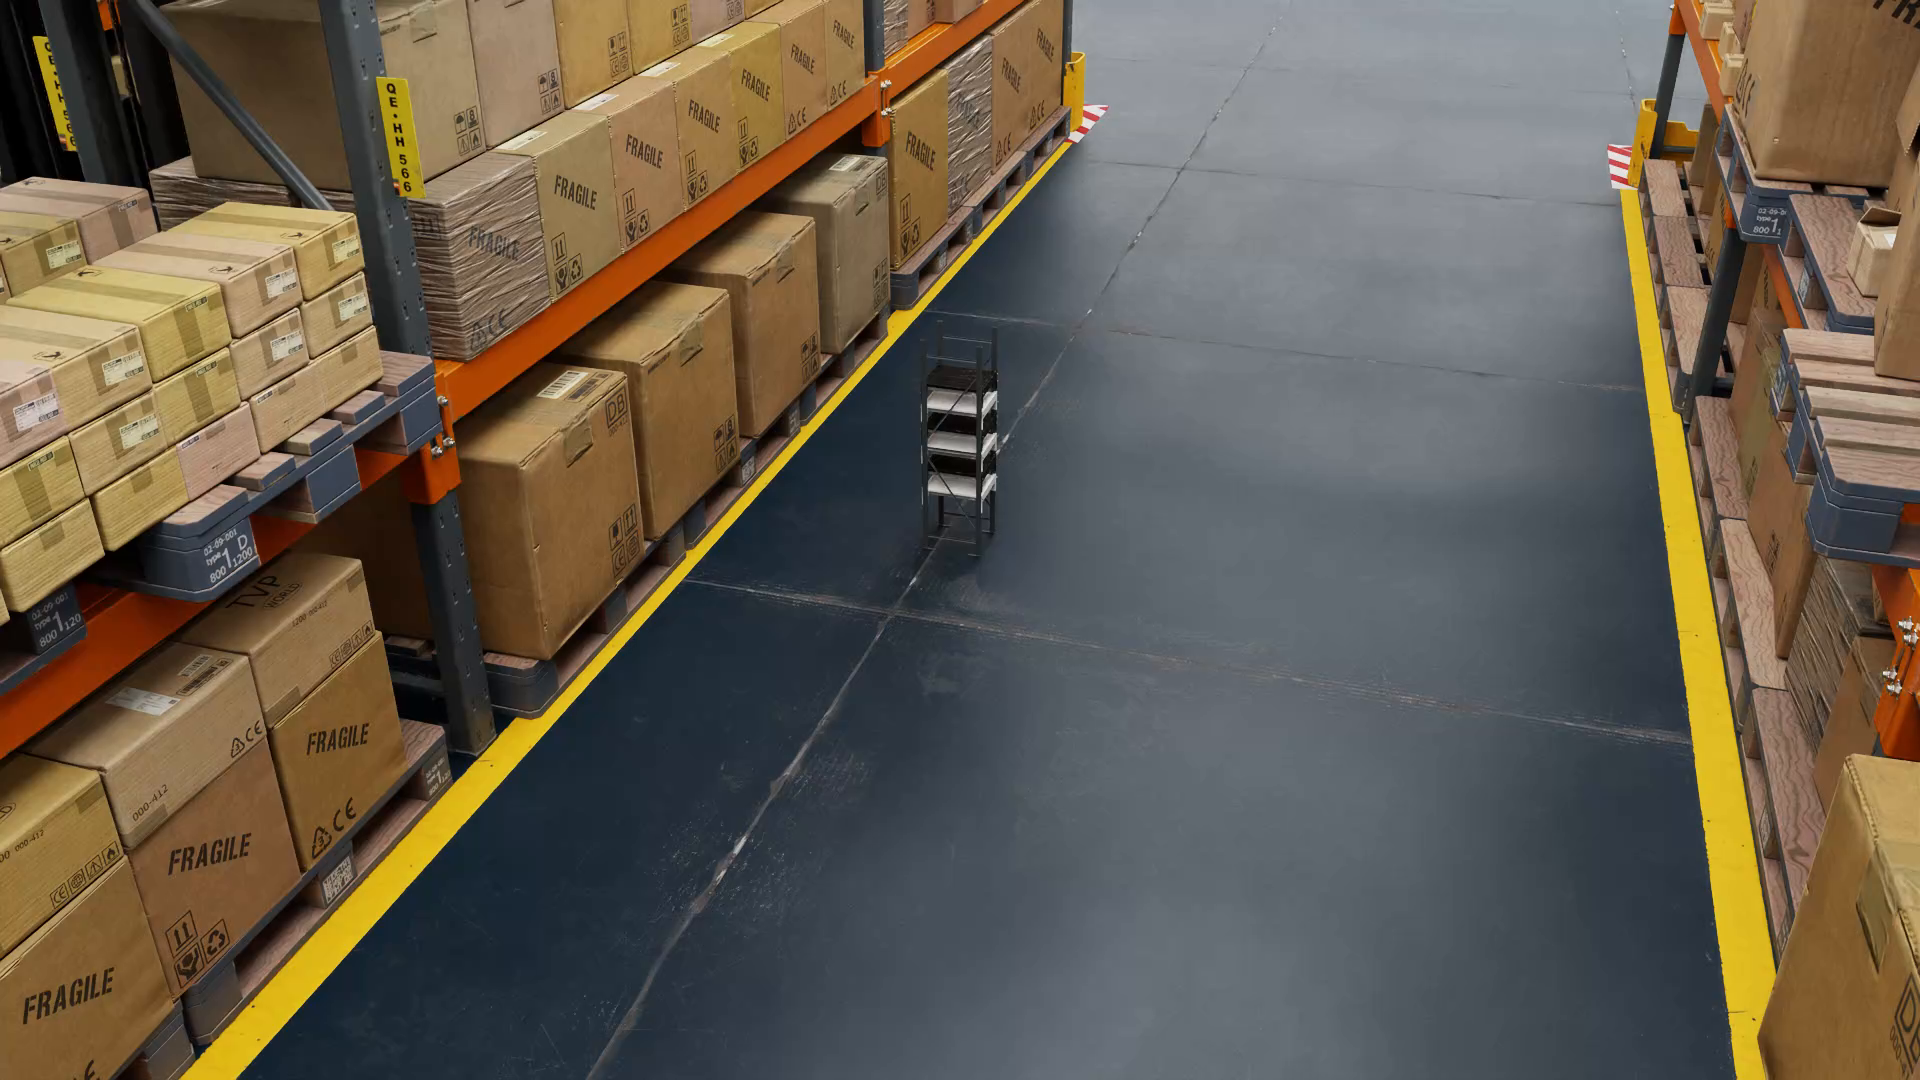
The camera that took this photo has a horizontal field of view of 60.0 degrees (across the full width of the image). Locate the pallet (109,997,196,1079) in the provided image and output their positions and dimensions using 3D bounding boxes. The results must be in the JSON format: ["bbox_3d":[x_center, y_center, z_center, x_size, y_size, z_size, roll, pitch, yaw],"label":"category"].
[{"bbox_3d":[-2.632,1.456,3.916,1.003,0.211,1.213,8,30,15],"label":"pallet"}]

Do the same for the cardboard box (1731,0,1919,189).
[{"bbox_3d":[3.478,-1.891,6.016,1.000,1.000,1.000,9,30,15],"label":"cardboard box"}]

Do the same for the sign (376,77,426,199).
[{"bbox_3d":[-1.519,-1.089,4.513,0.100,0.325,0.005,8,30,15],"label":"sign"}]

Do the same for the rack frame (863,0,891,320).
[{"bbox_3d":[-0.867,-2.550,8.248,1.000,3.000,0.127,8,30,15],"label":"rack frame"}]

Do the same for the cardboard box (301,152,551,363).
[{"bbox_3d":[-1.651,-0.905,5.188,0.500,0.500,0.500,9,30,15],"label":"cardboard box"}]

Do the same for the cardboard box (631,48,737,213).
[{"bbox_3d":[-1.208,-1.607,6.450,0.500,0.500,0.500,8,30,14],"label":"cardboard box"}]

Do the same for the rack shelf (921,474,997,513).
[{"bbox_3d":[-0.002,-0.203,6.628,0.258,0.077,0.200,8,30,15],"label":"rack shelf"}]

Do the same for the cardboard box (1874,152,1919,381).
[{"bbox_3d":[2.859,-0.694,4.377,0.700,0.500,0.500,13,32,22],"label":"cardboard box"}]

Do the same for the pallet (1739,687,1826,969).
[{"bbox_3d":[2.902,0.919,4.880,1.003,0.211,1.213,8,30,15],"label":"pallet"}]

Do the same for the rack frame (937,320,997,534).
[{"bbox_3d":[0.027,-0.437,6.609,0.240,0.900,0.006,8,30,15],"label":"rack frame"}]

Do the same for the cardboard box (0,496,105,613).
[{"bbox_3d":[-2.050,0.006,3.481,0.380,0.149,0.250,7,30,13],"label":"cardboard box"}]

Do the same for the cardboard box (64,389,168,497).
[{"bbox_3d":[-1.976,-0.237,3.611,0.380,0.149,0.250,9,30,15],"label":"cardboard box"}]

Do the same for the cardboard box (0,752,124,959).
[{"bbox_3d":[-2.293,0.716,3.746,0.500,0.250,0.500,9,30,16],"label":"cardboard box"}]

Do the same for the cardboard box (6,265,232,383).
[{"bbox_3d":[-1.899,-0.493,3.766,0.380,0.149,0.250,9,30,16],"label":"cardboard box"}]

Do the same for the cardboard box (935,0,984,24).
[{"bbox_3d":[-0.359,-3.281,9.409,0.875,0.550,0.550,8,30,15],"label":"cardboard box"}]

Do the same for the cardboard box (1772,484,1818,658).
[{"bbox_3d":[3.159,0.126,5.557,0.700,0.500,0.500,11,31,19],"label":"cardboard box"}]

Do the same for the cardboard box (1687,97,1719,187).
[{"bbox_3d":[4.820,-2.457,10.221,0.500,0.500,0.500,14,32,24],"label":"cardboard box"}]

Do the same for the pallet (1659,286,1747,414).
[{"bbox_3d":[4.008,-0.894,8.139,1.003,0.211,1.213,8,30,15],"label":"pallet"}]

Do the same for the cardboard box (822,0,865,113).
[{"bbox_3d":[-0.765,-2.313,7.719,0.500,0.500,0.500,8,30,15],"label":"cardboard box"}]

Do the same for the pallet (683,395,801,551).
[{"bbox_3d":[-1.378,-0.393,7.239,1.003,0.211,1.213,8,30,15],"label":"pallet"}]

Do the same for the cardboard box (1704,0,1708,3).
[{"bbox_3d":[4.474,-3.099,9.494,0.380,0.149,0.250,8,30,15],"label":"cardboard box"}]

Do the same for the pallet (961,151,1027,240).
[{"bbox_3d":[-0.213,-2.242,10.564,1.003,0.211,1.213,8,30,15],"label":"pallet"}]

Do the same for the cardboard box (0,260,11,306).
[{"bbox_3d":[-2.514,-0.599,3.955,0.380,0.149,0.250,8,30,15],"label":"cardboard box"}]

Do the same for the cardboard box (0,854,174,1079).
[{"bbox_3d":[-2.280,1.050,3.916,0.500,0.500,0.500,7,30,13],"label":"cardboard box"}]

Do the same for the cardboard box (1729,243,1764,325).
[{"bbox_3d":[4.161,-1.334,8.201,0.500,0.500,0.500,19,34,30],"label":"cardboard box"}]

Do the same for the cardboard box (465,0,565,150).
[{"bbox_3d":[-1.753,-1.614,5.434,0.700,0.500,0.500,8,30,14],"label":"cardboard box"}]

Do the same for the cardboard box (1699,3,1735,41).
[{"bbox_3d":[4.174,-2.763,8.889,0.380,0.149,0.250,8,30,15],"label":"cardboard box"}]

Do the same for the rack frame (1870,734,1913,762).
[{"bbox_3d":[2.671,0.064,3.550,1.000,3.000,0.127,8,30,15],"label":"rack frame"}]

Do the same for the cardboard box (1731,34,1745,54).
[{"bbox_3d":[4.041,-2.401,8.239,0.380,0.149,0.250,8,30,15],"label":"cardboard box"}]

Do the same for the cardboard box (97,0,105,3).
[{"bbox_3d":[-5.229,-3.200,9.675,0.380,0.149,0.250,8,30,15],"label":"cardboard box"}]

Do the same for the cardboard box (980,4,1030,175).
[{"bbox_3d":[-0.085,-2.930,10.685,0.875,0.875,0.875,8,30,14],"label":"cardboard box"}]

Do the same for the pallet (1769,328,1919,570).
[{"bbox_3d":[2.778,-0.199,4.219,1.213,0.211,1.003,8,30,15],"label":"pallet"}]

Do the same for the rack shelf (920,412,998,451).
[{"bbox_3d":[-0.002,-0.439,6.497,0.258,0.077,0.200,8,30,15],"label":"rack shelf"}]

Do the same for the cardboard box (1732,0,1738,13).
[{"bbox_3d":[4.453,-2.870,8.414,0.875,0.500,0.500,8,30,15],"label":"cardboard box"}]

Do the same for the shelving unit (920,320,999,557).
[{"bbox_3d":[-0.002,-0.389,6.524,0.258,0.900,0.210,8,30,15],"label":"shelving unit"}]

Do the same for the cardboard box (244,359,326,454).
[{"bbox_3d":[-1.821,-0.355,4.128,0.380,0.149,0.250,8,30,15],"label":"cardboard box"}]

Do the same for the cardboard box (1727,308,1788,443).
[{"bbox_3d":[3.644,-0.613,6.885,0.700,0.500,0.500,6,30,11],"label":"cardboard box"}]

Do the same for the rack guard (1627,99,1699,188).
[{"bbox_3d":[4.997,-2.526,10.777,1.175,0.500,0.348,8,30,15],"label":"rack guard"}]

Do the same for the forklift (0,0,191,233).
[{"bbox_3d":[-3.040,-1.690,6.773,1.130,2.935,3.031,9,30,15],"label":"forklift"}]

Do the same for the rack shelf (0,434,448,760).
[{"bbox_3d":[-2.628,0.553,3.411,1.077,0.370,4.000,8,30,15],"label":"rack shelf"}]

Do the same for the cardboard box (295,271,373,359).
[{"bbox_3d":[-1.751,-0.600,4.264,0.380,0.149,0.250,9,30,16],"label":"cardboard box"}]

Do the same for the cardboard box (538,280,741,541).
[{"bbox_3d":[-1.523,-0.568,6.568,1.050,0.750,0.750,9,30,16],"label":"cardboard box"}]

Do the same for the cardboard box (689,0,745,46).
[{"bbox_3d":[-1.305,-2.325,6.712,0.700,0.500,0.500,9,30,15],"label":"cardboard box"}]

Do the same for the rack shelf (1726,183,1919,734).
[{"bbox_3d":[3.258,-0.551,5.395,1.077,0.370,4.000,8,30,15],"label":"rack shelf"}]
